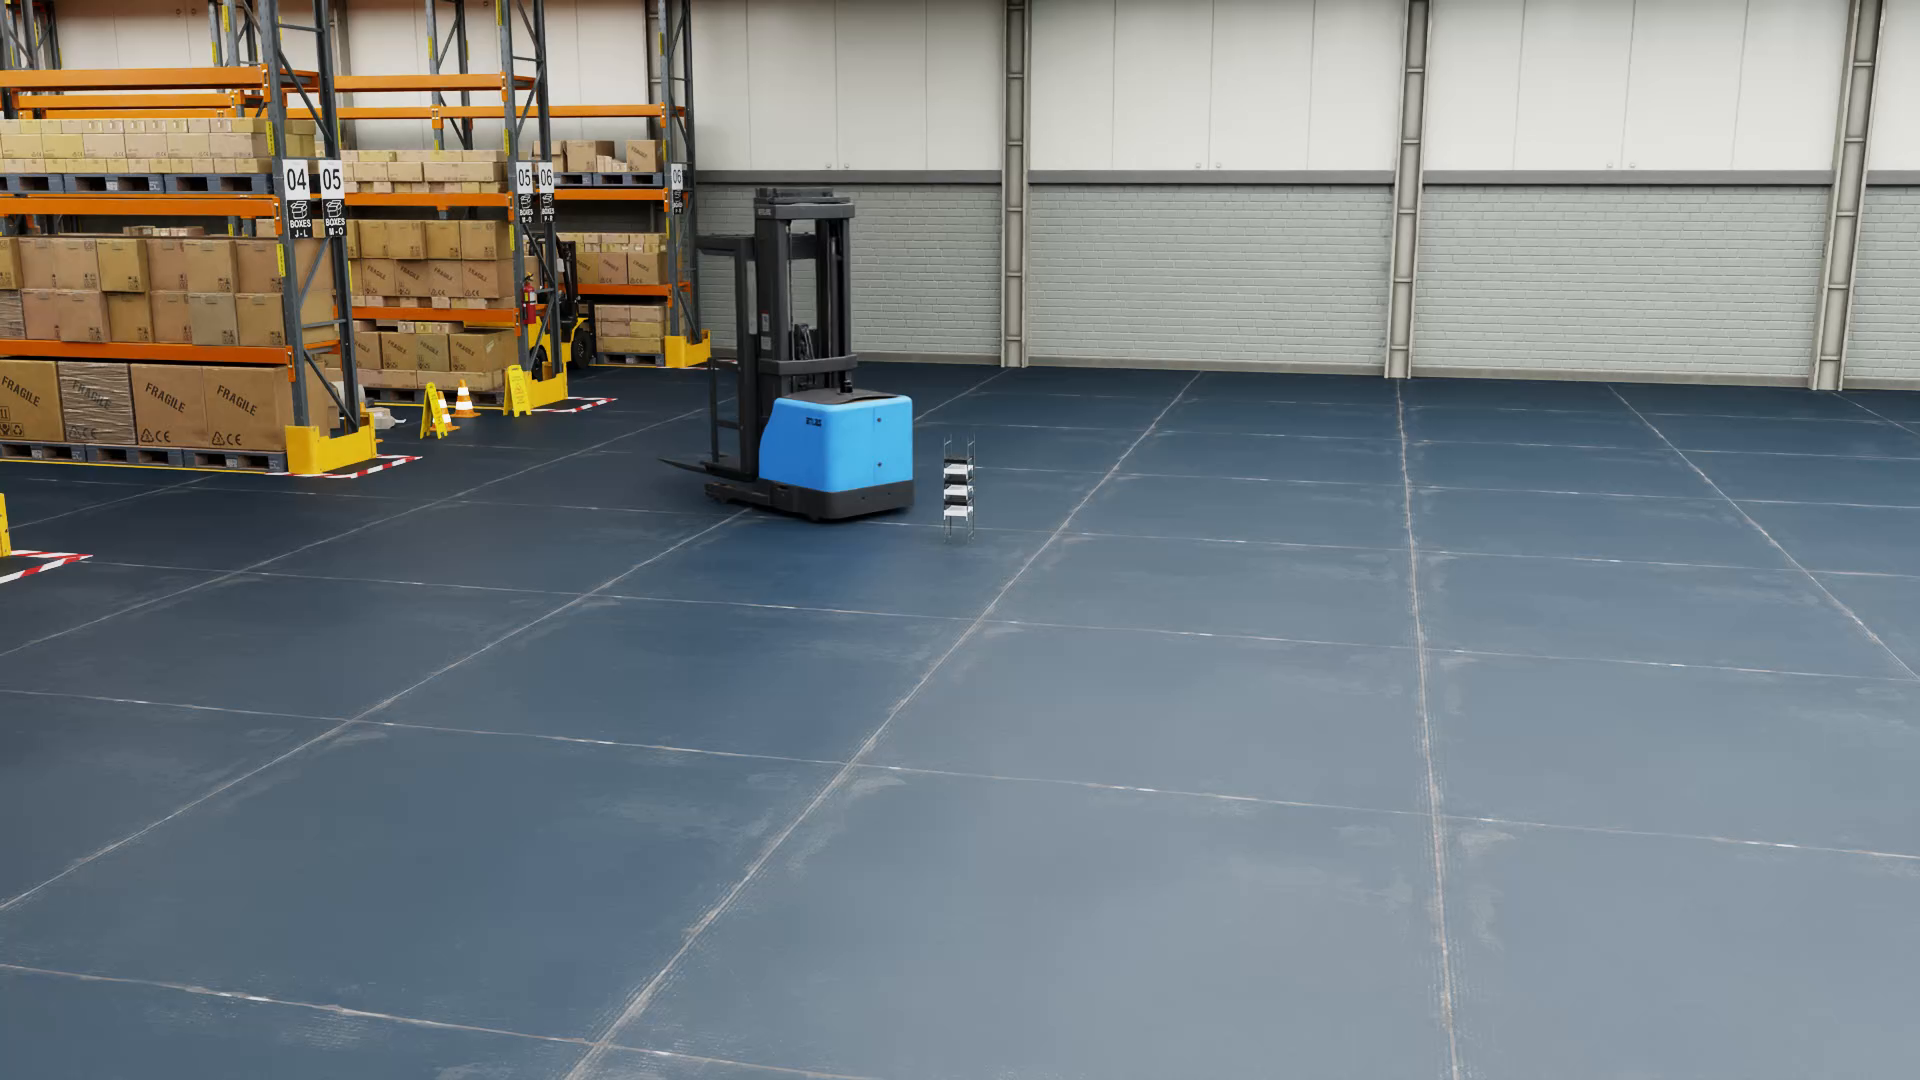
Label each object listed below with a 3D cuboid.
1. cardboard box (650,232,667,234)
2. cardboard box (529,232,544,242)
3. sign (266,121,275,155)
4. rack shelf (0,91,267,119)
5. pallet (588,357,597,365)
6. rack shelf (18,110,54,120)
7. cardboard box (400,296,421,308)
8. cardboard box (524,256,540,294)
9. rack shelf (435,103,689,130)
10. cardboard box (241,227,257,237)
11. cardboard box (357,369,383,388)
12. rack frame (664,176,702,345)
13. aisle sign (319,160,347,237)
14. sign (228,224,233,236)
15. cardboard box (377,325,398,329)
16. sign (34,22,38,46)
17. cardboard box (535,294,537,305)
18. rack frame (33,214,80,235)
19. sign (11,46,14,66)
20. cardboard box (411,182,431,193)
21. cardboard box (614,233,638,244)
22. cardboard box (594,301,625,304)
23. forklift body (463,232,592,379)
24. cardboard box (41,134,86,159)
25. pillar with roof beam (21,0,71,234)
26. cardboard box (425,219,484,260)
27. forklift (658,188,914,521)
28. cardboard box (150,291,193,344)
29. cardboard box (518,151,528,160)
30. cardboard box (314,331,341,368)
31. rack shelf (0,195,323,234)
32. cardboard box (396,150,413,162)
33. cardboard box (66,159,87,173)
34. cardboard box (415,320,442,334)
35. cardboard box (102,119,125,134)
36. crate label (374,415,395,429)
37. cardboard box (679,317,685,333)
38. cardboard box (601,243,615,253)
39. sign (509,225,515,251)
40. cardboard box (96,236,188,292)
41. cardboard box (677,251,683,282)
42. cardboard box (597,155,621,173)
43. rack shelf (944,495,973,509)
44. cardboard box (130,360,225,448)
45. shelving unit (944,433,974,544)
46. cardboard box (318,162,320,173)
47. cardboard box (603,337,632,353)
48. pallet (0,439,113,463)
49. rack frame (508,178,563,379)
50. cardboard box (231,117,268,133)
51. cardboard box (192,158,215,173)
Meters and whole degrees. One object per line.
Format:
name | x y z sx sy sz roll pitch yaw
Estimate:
cardboard box | -4.997 -4.964 27.267 0.250 0.149 0.380 4 13 15
cardboard box | -6.855 -4.953 27.218 0.250 0.149 0.380 3 13 13
sign | -6.896 -4.018 16.634 0.005 0.325 0.100 3 13 14
rack shelf | -11.490 -6.014 23.147 4.000 0.370 1.077 3 13 14
pallet | -6.413 -3.097 27.707 1.213 0.211 1.003 3 13 14
rack shelf | -18.071 -7.666 29.681 4.000 0.370 1.077 3 13 14
cardboard box | -7.338 -3.223 22.417 0.250 0.149 0.380 3 13 13
cardboard box | -6.058 -3.597 22.603 0.500 0.500 0.500 3 13 13
rack shelf | -6.421 -6.850 26.917 4.000 0.370 1.077 3 13 14
cardboard box | -9.920 -4.342 23.495 0.250 0.149 0.380 3 13 13
cardboard box | -8.004 -2.251 22.831 0.500 0.250 0.500 3 13 13
rack frame | -4.479 -4.364 26.978 0.127 3.000 1.000 3 13 14
aisle sign | -6.612 -3.602 17.543 0.004 0.787 0.394 3 13 14
sign | -12.367 -5.191 28.216 0.005 0.325 0.100 3 13 14
cardboard box | -7.920 -2.730 23.260 0.500 0.500 0.500 4 13 17
sign | -13.311 -7.273 23.901 0.005 0.325 0.100 3 13 14
cardboard box | -5.945 -3.258 22.575 0.250 0.149 0.380 3 13 14
rack frame | -16.130 -4.987 29.785 0.127 3.000 1.000 3 13 14
sign | -16.278 -8.297 28.515 0.005 0.325 0.100 3 13 14
cardboard box | -7.061 -4.679 22.050 0.250 0.149 0.380 3 13 13
cardboard box | -5.385 -4.863 26.813 0.250 0.149 0.380 3 13 15
cardboard box | -5.869 -3.833 27.654 0.500 0.250 0.500 3 13 13
forklift body | -6.757 -3.664 25.784 1.214 2.155 2.313 3 13 14
cardboard box | -9.248 -4.135 17.482 0.500 0.250 0.500 3 13 13
pillar with roof beam | -17.621 -7.236 26.072 0.548 9.000 9.100 3 13 14
cardboard box | -6.703 -4.011 22.159 0.500 0.500 0.700 3 13 14
forklift | -1.799 -1.854 15.823 1.130 2.935 3.031 -12 17 -42
cardboard box | -8.177 -2.436 17.943 0.550 0.550 0.875 3 13 14
cardboard box | -5.961 -5.112 22.165 0.250 0.149 0.380 3 13 13
cardboard box | -8.518 -2.644 22.871 0.500 0.500 0.500 4 13 16
rack shelf | -8.694 -3.491 17.778 4.000 0.370 1.077 3 13 14
cardboard box | -7.275 -5.095 22.085 0.250 0.149 0.380 3 13 12
cardboard box | -9.127 -3.921 17.435 0.250 0.149 0.380 3 13 14
cardboard box | -7.121 -2.871 22.398 0.250 0.149 0.380 3 13 14
cardboard box | -8.642 -4.284 17.231 0.250 0.149 0.380 3 13 14
crate label | -7.105 -1.450 20.454 0.298 0.136 0.250 -4 13 -16
cardboard box | -4.886 -3.539 27.483 0.500 0.250 0.500 3 13 15
cardboard box | -5.613 -4.737 26.932 0.250 0.149 0.380 3 13 13
sign | -5.817 -3.924 21.591 0.005 0.325 0.100 3 13 14
cardboard box | -8.717 -2.969 17.849 0.500 0.550 0.875 3 13 14
cardboard box | -4.894 -4.497 27.346 0.500 0.500 0.500 3 13 15
cardboard box | -5.603 -6.009 26.577 0.258 0.266 0.396 3 13 14
rack shelf | -0.008 -0.319 14.165 0.200 0.077 0.258 3 13 14
cardboard box | -8.282 -1.508 18.042 0.875 0.875 0.875 3 13 13
shelving unit | -0.008 -0.440 14.138 0.210 0.900 0.258 3 13 14
cardboard box | -8.684 -4.959 22.393 0.500 0.250 0.500 3 13 13
cardboard box | -5.492 -3.212 27.166 0.500 0.250 0.500 3 13 14
pallet | -9.917 -1.064 18.543 1.213 0.211 1.003 3 13 14
rack frame | -5.665 -3.320 22.272 0.127 3.000 1.000 3 13 14
cardboard box | -7.161 -4.205 16.874 0.250 0.149 0.380 3 13 14
cardboard box | -7.651 -3.842 17.079 0.250 0.149 0.380 3 13 14
